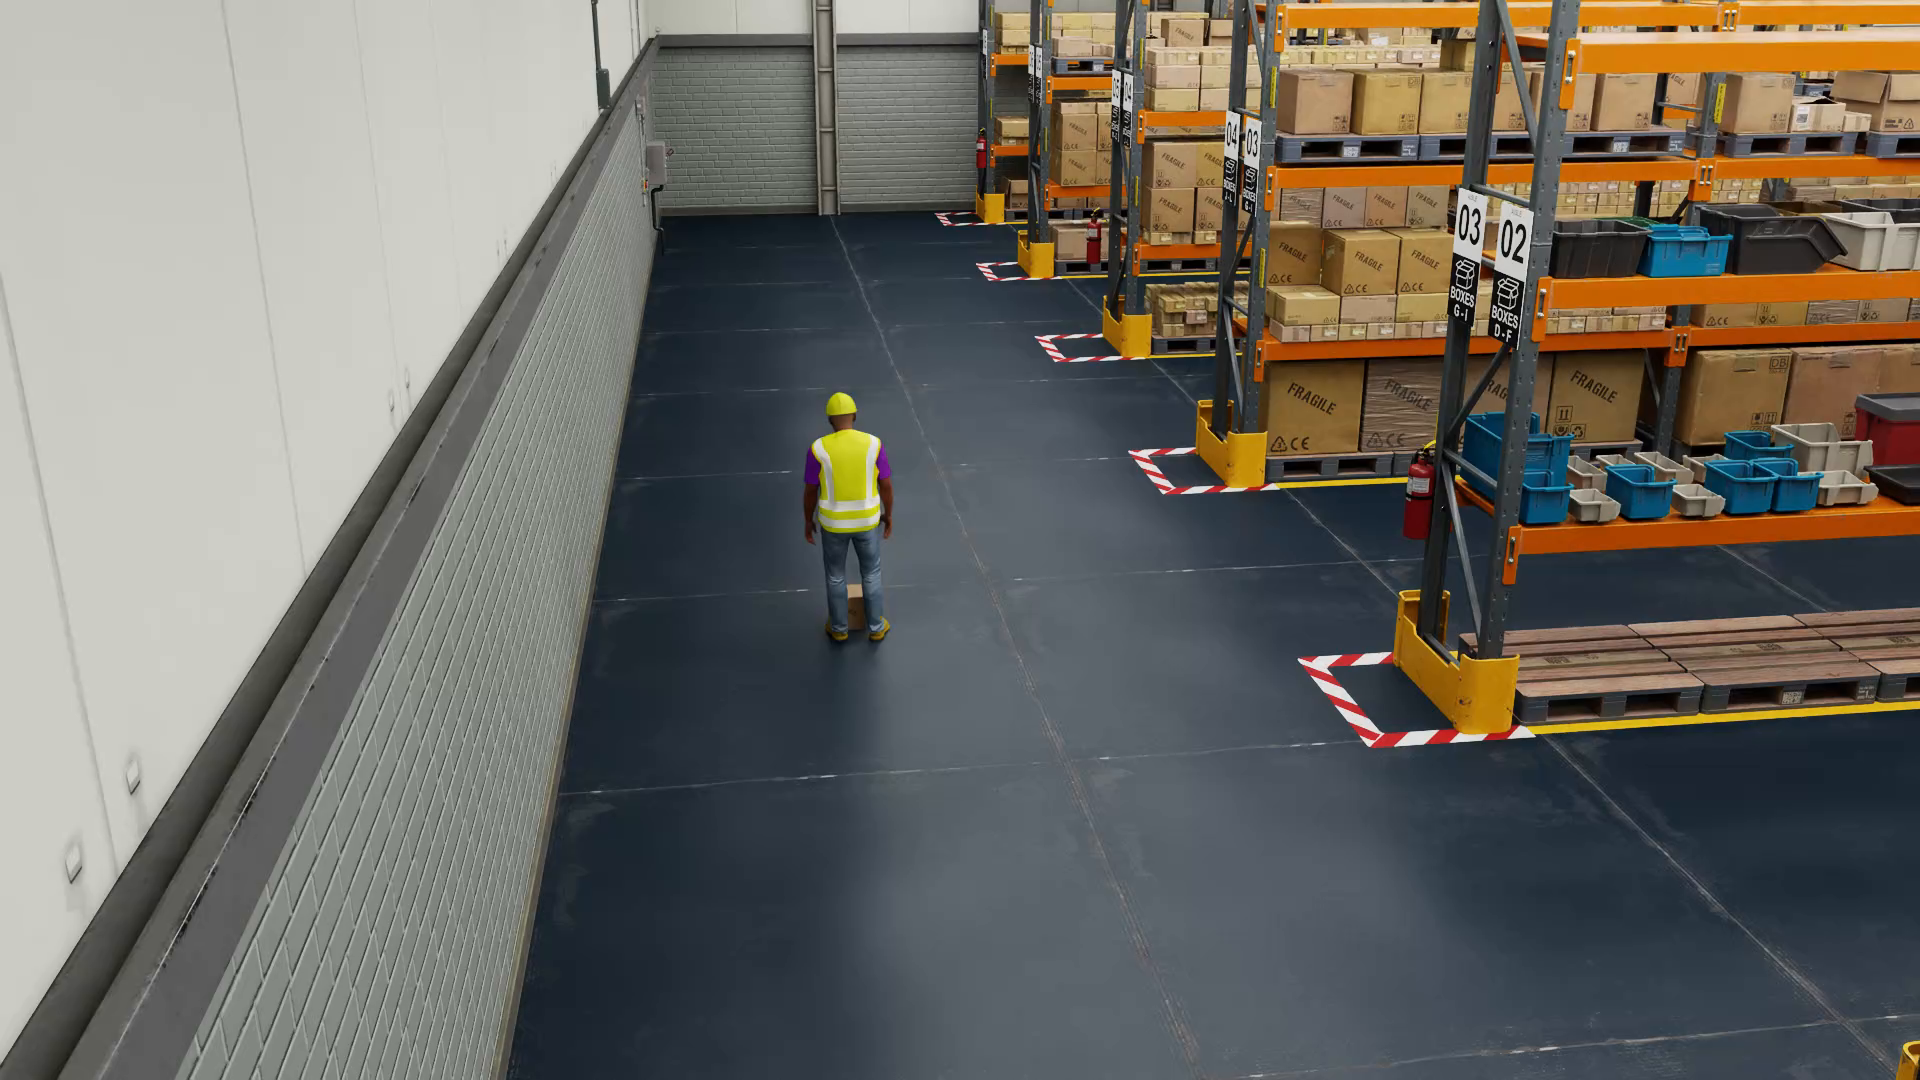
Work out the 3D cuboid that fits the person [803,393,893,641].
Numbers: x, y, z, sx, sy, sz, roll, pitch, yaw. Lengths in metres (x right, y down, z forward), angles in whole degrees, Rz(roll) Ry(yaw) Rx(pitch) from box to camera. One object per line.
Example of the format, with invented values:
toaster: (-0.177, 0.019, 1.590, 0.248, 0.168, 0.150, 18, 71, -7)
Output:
person: (-0.769, -0.147, 11.455, 0.624, 1.759, 0.463, -4, 20, -10)
